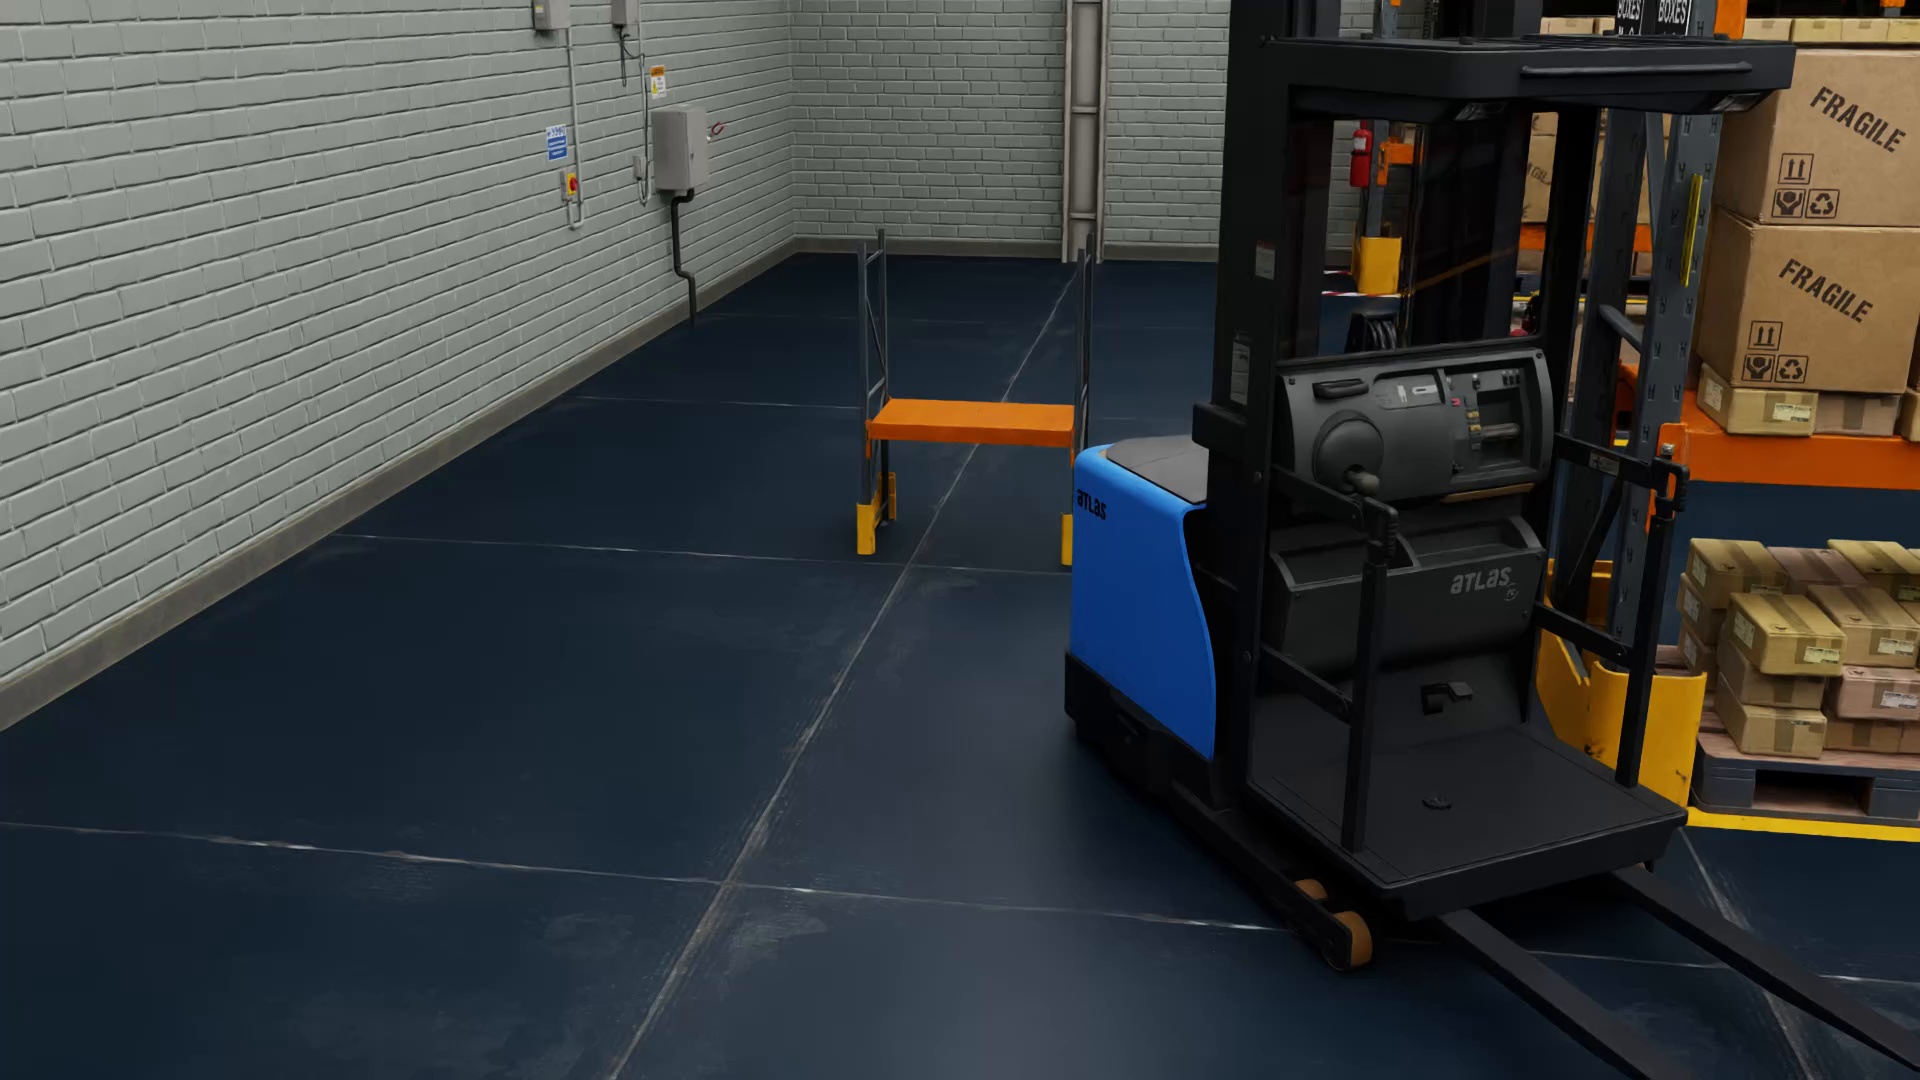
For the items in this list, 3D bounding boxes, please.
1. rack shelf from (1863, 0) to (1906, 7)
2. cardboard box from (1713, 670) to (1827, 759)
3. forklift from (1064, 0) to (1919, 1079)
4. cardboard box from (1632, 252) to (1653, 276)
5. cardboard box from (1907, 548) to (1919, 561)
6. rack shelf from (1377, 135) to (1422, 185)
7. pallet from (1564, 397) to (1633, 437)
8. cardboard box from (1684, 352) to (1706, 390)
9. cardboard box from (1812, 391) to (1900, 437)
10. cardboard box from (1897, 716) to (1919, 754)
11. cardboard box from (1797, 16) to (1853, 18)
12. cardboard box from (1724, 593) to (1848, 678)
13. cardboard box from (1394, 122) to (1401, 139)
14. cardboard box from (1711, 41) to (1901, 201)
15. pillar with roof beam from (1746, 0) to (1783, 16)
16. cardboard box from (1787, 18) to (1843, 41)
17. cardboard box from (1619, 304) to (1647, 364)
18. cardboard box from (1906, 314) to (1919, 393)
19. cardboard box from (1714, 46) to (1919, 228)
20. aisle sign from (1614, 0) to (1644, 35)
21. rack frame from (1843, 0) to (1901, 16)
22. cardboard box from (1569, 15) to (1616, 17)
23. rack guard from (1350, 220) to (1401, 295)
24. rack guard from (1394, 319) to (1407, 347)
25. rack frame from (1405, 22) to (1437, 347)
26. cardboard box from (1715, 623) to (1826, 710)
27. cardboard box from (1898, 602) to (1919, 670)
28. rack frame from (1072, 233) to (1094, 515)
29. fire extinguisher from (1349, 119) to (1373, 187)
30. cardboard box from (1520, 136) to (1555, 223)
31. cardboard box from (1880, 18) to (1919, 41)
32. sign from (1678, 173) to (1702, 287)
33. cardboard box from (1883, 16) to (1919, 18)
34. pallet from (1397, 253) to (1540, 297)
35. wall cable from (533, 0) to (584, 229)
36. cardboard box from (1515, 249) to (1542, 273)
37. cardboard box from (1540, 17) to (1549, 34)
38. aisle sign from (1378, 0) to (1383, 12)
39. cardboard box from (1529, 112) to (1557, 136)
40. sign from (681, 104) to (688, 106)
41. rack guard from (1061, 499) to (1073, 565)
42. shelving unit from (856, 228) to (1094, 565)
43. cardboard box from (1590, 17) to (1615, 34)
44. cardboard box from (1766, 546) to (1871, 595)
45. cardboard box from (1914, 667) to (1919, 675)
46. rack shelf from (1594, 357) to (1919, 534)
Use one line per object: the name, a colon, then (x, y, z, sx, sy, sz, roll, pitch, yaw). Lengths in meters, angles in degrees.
rack shelf: (9.672, -4.581, 13.675, 4.000, 0.370, 1.077, 3, 19, 9)
cardboard box: (2.745, 0.588, 5.648, 0.250, 0.149, 0.380, 3, 19, 10)
forklift: (1.434, -0.332, 4.675, 1.130, 2.935, 3.031, -8, 20, -22)
cardboard box: (6.199, -2.648, 14.767, 0.500, 0.500, 0.700, 2, 19, 7)
cardboard box: (3.602, 0.164, 5.980, 0.250, 0.149, 0.380, 2, 19, 6)
rack shelf: (5.722, -3.360, 14.752, 4.000, 0.370, 1.077, 3, 19, 9)
pallet: (3.766, -0.909, 10.686, 1.213, 0.211, 1.003, 3, 19, 9)
cardboard box: (2.645, -0.644, 5.896, 0.250, 0.149, 0.380, 3, 19, 9)
cardboard box: (2.804, -0.453, 5.326, 0.250, 0.149, 0.380, 4, 19, 11)
cardboard box: (3.263, 0.586, 5.655, 0.250, 0.149, 0.380, 3, 19, 9)
cardboard box: (5.142, -3.054, 9.949, 0.250, 0.149, 0.380, 3, 19, 9)
cardboard box: (2.742, 0.312, 5.535, 0.250, 0.149, 0.380, 2, 19, 6)
cardboard box: (4.117, -3.750, 15.180, 0.250, 0.149, 0.380, 3, 19, 8)
cardboard box: (2.770, -1.409, 5.583, 0.500, 0.500, 0.500, 3, 19, 8)
pillar with roof beam: (6.470, -5.414, 10.303, 0.400, 9.000, 9.100, 3, 19, 9)
cardboard box: (4.795, -2.880, 9.428, 0.250, 0.149, 0.380, 2, 19, 7)
cardboard box: (4.536, -1.186, 10.495, 0.875, 0.438, 0.875, 3, 19, 10)
cardboard box: (3.210, -0.751, 5.195, 0.500, 0.500, 0.500, 3, 19, 9)
cardboard box: (2.680, -1.248, 5.103, 0.500, 0.500, 0.500, 3, 19, 8)
aisle sign: (2.254, -2.021, 5.520, 0.004, 0.787, 0.394, 3, 19, 9)
rack frame: (7.697, -3.601, 14.337, 0.127, 3.000, 1.000, 3, 19, 9)
cardboard box: (3.873, -3.129, 10.171, 0.250, 0.149, 0.380, 3, 19, 8)
rack guard: (3.823, -2.613, 15.324, 0.348, 0.500, 1.175, 3, 19, 9)
rack guard: (2.940, -1.063, 10.691, 0.348, 0.500, 1.175, 3, 19, 9)
rack frame: (2.964, -2.247, 10.291, 0.127, 3.000, 1.000, 3, 19, 9)
cardboard box: (2.755, 0.428, 5.660, 0.250, 0.149, 0.380, 4, 19, 11)
cardboard box: (3.262, 0.341, 5.449, 0.250, 0.149, 0.380, 3, 19, 9)
rack frame: (0.586, -0.681, 7.976, 0.032, 1.500, 0.500, 3, 19, 9)
fire extinguisher: (3.529, -3.451, 14.600, 0.183, 0.674, 0.296, 3, 19, 9)
cardboard box: (3.392, -2.180, 9.934, 0.500, 0.500, 0.500, 3, 19, 8)
cardboard box: (5.307, -2.875, 9.412, 0.250, 0.149, 0.380, 3, 19, 7)
sign: (2.193, -0.932, 4.996, 0.005, 0.325, 0.100, 3, 19, 9)
cardboard box: (5.635, -3.034, 9.887, 0.250, 0.149, 0.380, 2, 19, 7)
pallet: (4.610, -2.436, 15.251, 1.213, 0.211, 1.003, 3, 19, 9)
wall cable: (-2.607, -3.020, 10.951, 0.123, 1.953, 0.585, 3, 19, 9)
cardboard box: (5.174, -2.700, 14.923, 0.500, 0.500, 0.700, 4, 19, 11)
cardboard box: (3.271, -2.971, 9.701, 0.250, 0.149, 0.380, 3, 19, 10)
aisle sign: (3.634, -4.946, 14.262, 0.004, 0.787, 0.394, 3, 19, 9)
cardboard box: (3.393, -2.655, 9.778, 0.500, 0.500, 0.500, 3, 19, 7)
sign: (-2.256, -3.294, 13.571, 0.001, 0.494, 0.329, 3, 19, 9)
rack guard: (0.567, -0.090, 8.177, 0.087, 0.250, 0.587, 3, 19, 9)
shelving unit: (0.075, -0.707, 8.054, 1.083, 1.500, 0.587, 3, 19, 9)
cardboard box: (3.779, -2.932, 9.582, 0.250, 0.149, 0.380, 4, 19, 10)
cardboard box: (3.080, 0.158, 5.998, 0.250, 0.149, 0.380, 3, 19, 10)
cardboard box: (3.272, 0.444, 5.612, 0.250, 0.149, 0.380, 3, 19, 9)
rack shelf: (4.253, -0.249, 5.454, 4.000, 0.370, 1.077, 3, 19, 9)
